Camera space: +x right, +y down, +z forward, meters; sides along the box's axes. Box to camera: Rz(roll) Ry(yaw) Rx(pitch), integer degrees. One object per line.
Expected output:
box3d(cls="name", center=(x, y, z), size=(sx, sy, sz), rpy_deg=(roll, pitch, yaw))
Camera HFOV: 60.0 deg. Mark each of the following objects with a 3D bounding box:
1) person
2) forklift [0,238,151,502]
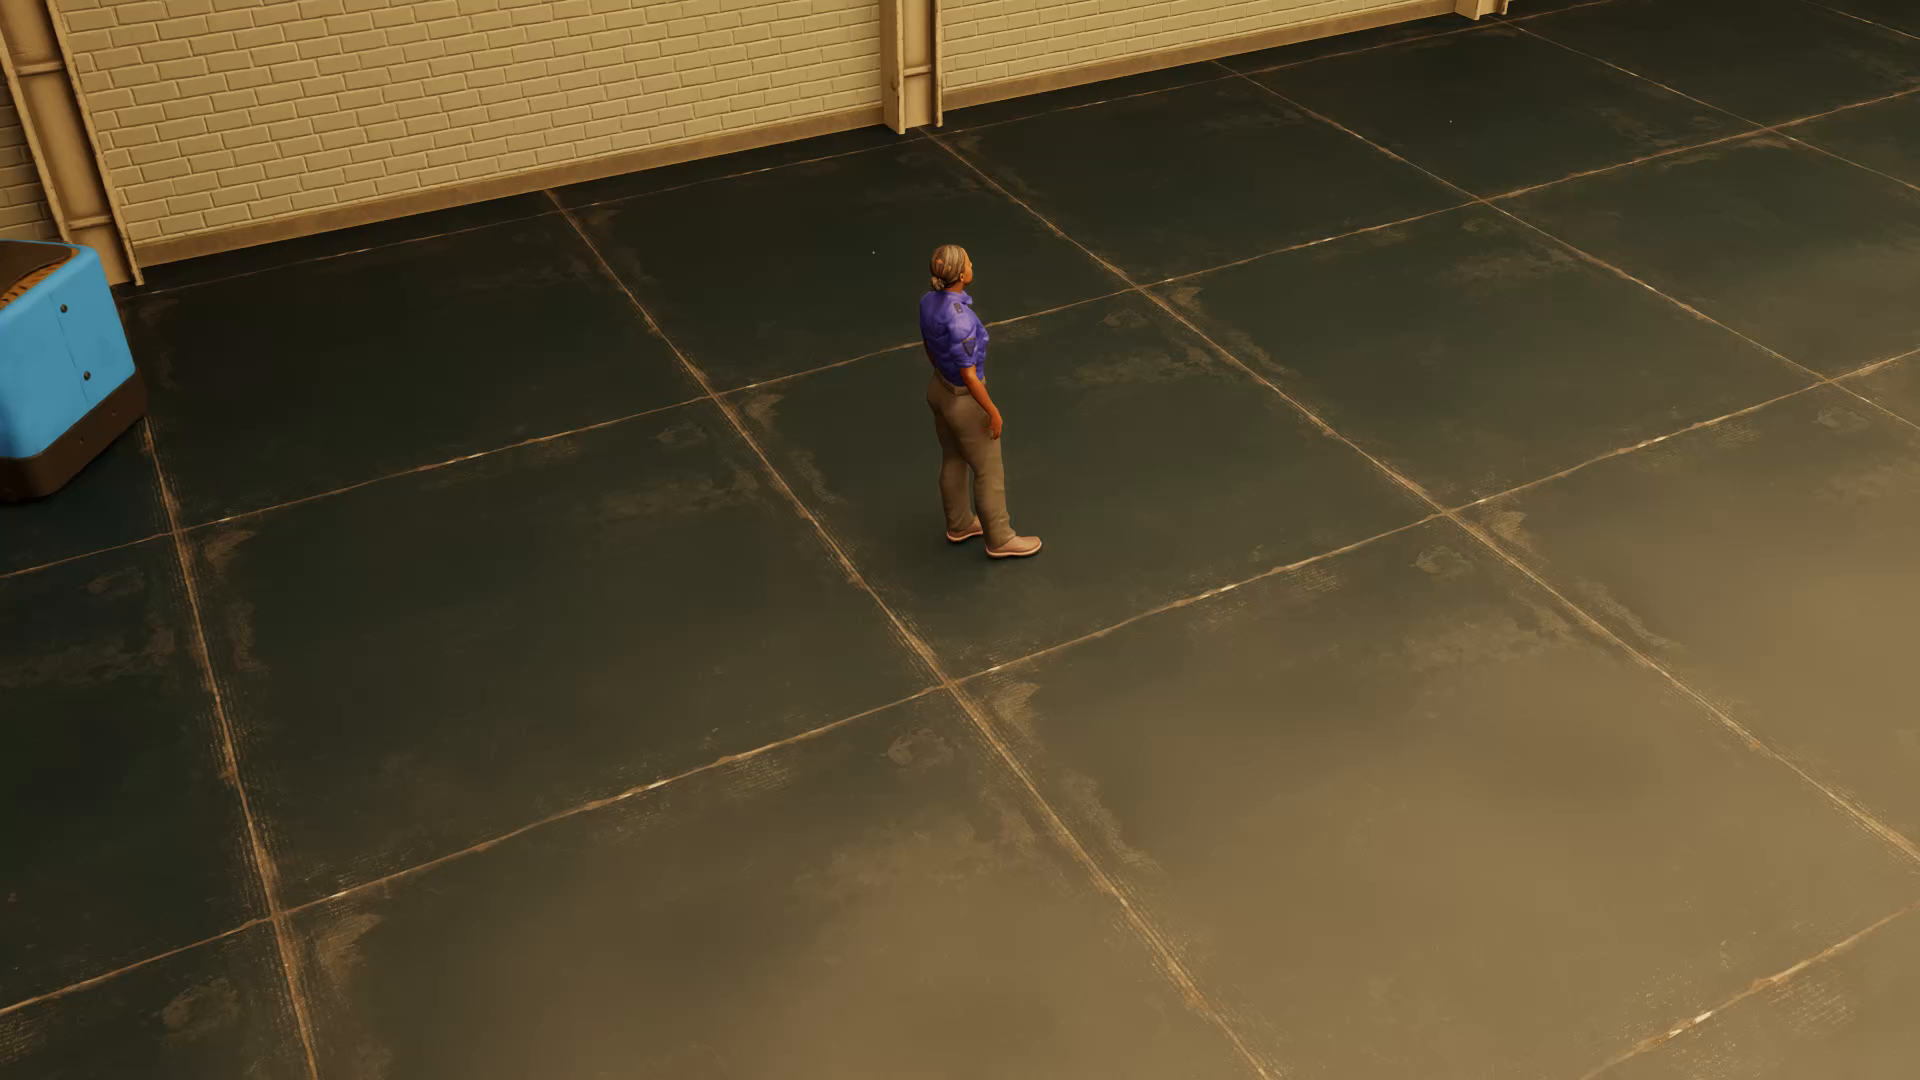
box3d(cls="person", center=(0.087, -0.695, 8.200), size=(0.504, 1.654, 0.569), rpy_deg=(-17, 39, -23))
box3d(cls="forklift", center=(-6.252, -1.802, 8.672), size=(3.031, 2.935, 1.130), rpy_deg=(6, 36, 8))
